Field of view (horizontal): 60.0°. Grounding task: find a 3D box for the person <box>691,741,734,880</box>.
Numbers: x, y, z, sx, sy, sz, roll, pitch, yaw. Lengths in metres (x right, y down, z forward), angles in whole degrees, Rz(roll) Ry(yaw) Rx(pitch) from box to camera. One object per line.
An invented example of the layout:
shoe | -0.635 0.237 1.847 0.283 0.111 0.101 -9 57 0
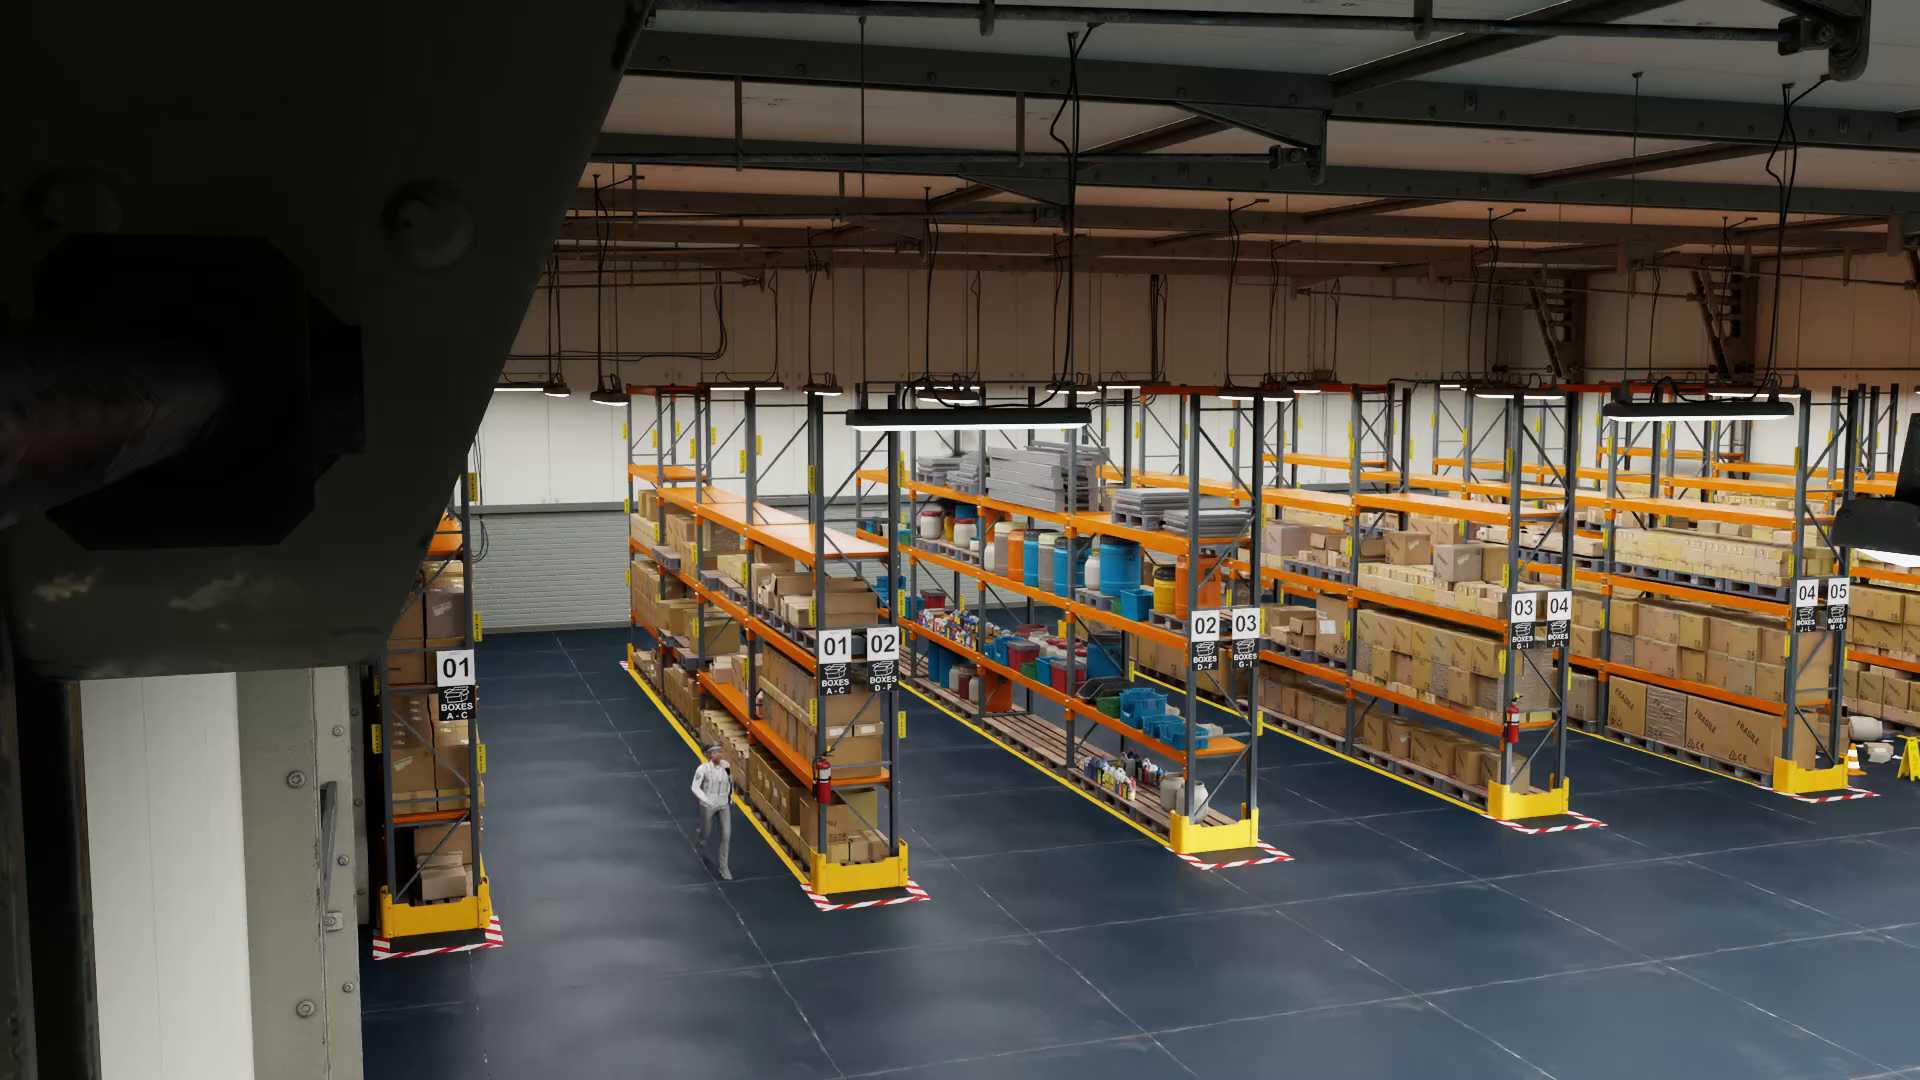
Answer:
person | -3.108 3.355 21.009 0.592 1.694 1.025 -2 6 -23

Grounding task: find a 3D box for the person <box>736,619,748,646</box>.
person | -4.542 1.919 35.353 0.550 1.562 0.645 -4 7 -37

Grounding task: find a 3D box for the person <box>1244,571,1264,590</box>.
person | 7.360 1.187 41.313 0.702 1.826 0.654 -4 7 -36

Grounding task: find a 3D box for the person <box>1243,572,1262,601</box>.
person | 6.536 1.578 37.709 0.742 1.738 0.767 -1 6 -9
